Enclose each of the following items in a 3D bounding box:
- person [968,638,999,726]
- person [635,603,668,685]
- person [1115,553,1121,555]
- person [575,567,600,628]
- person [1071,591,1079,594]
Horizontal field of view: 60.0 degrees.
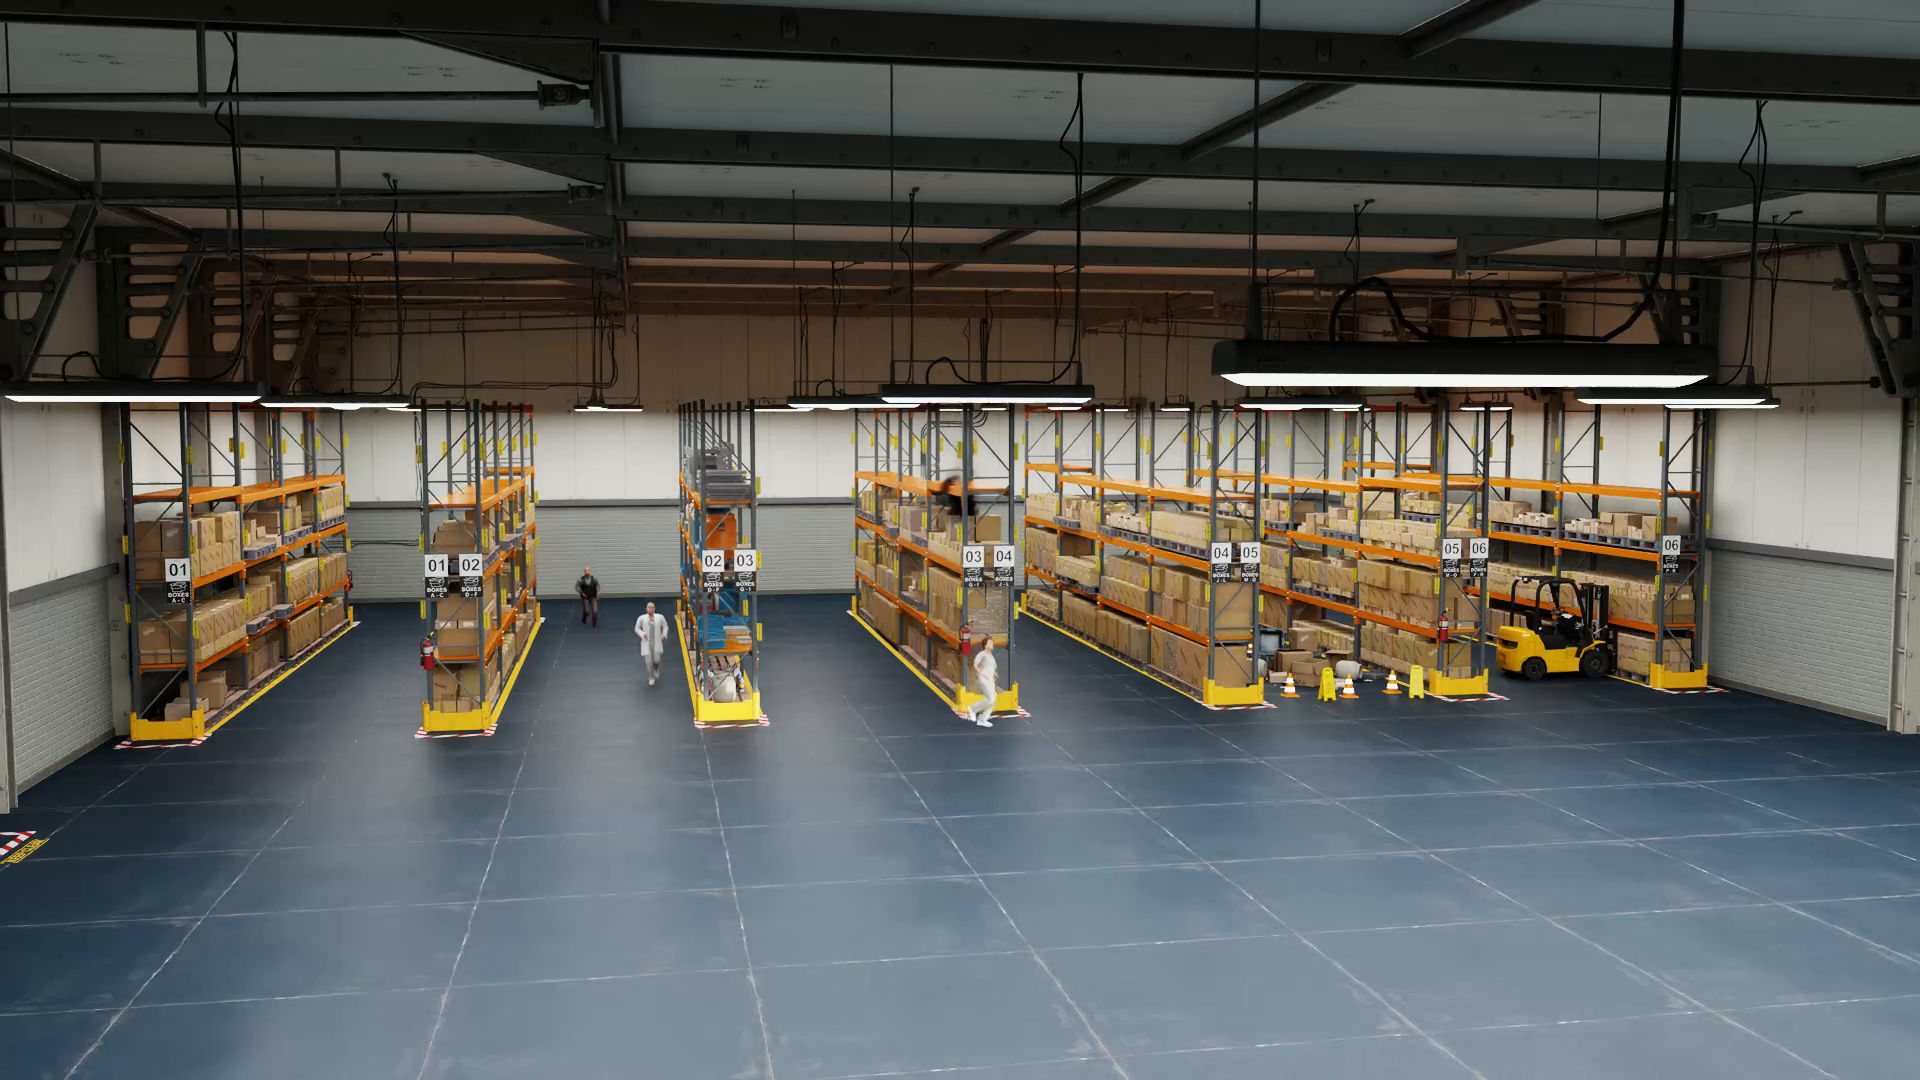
[{"bbox_3d":[0.464,2.604,30.654,0.539,1.624,0.594,2,5,28],"label":"person"},{"bbox_3d":[-6.540,2.199,35.287,0.707,1.736,0.633,-1,4,-13],"label":"person"},{"bbox_3d":[4.446,1.284,47.037,0.623,1.839,0.845,-1,4,-15],"label":"person"},{"bbox_3d":[-9.981,1.549,44.684,0.669,1.641,0.563,-2,5,-24],"label":"person"},{"bbox_3d":[3.395,1.164,49.717,0.623,1.653,0.795,-4,6,-40],"label":"person"}]
